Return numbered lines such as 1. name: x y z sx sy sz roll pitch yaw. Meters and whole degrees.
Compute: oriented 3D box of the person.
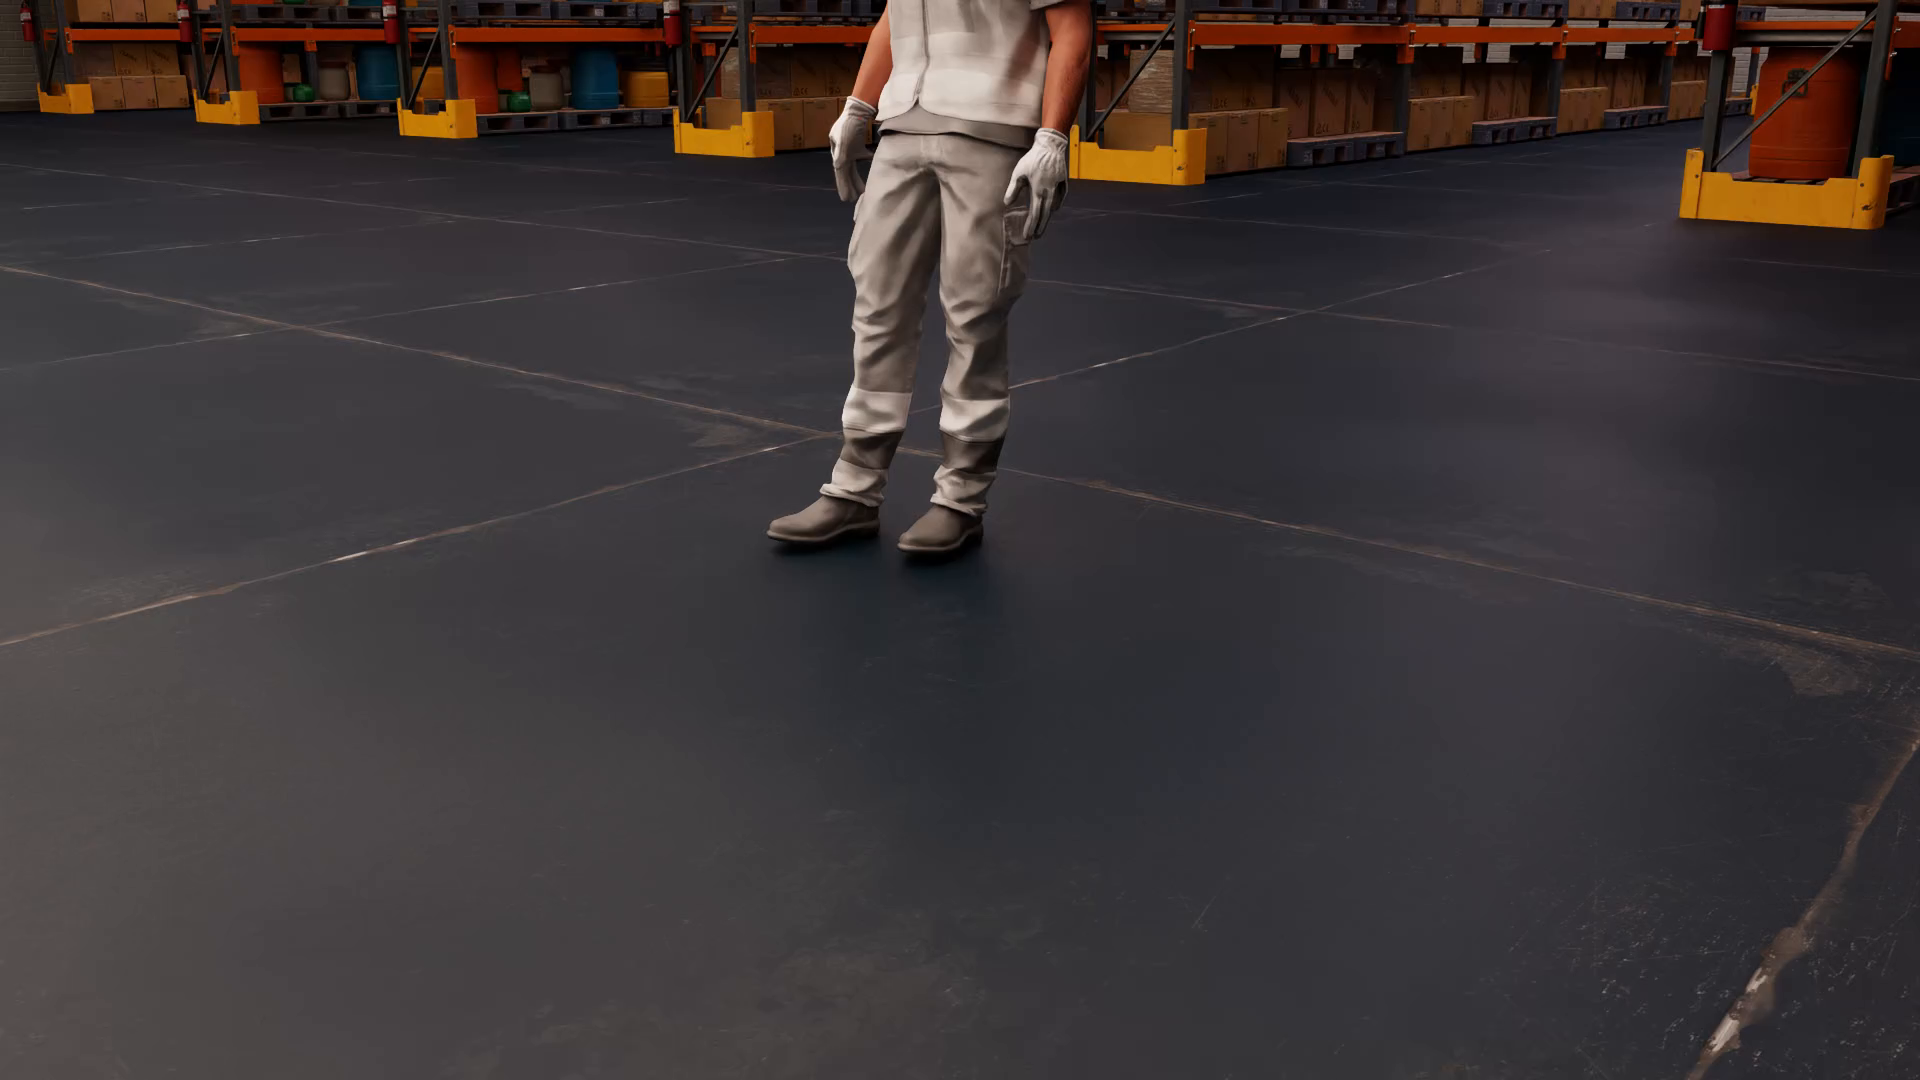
1. person: -0.061 -0.848 3.629 0.637 1.787 0.564 13 21 37
